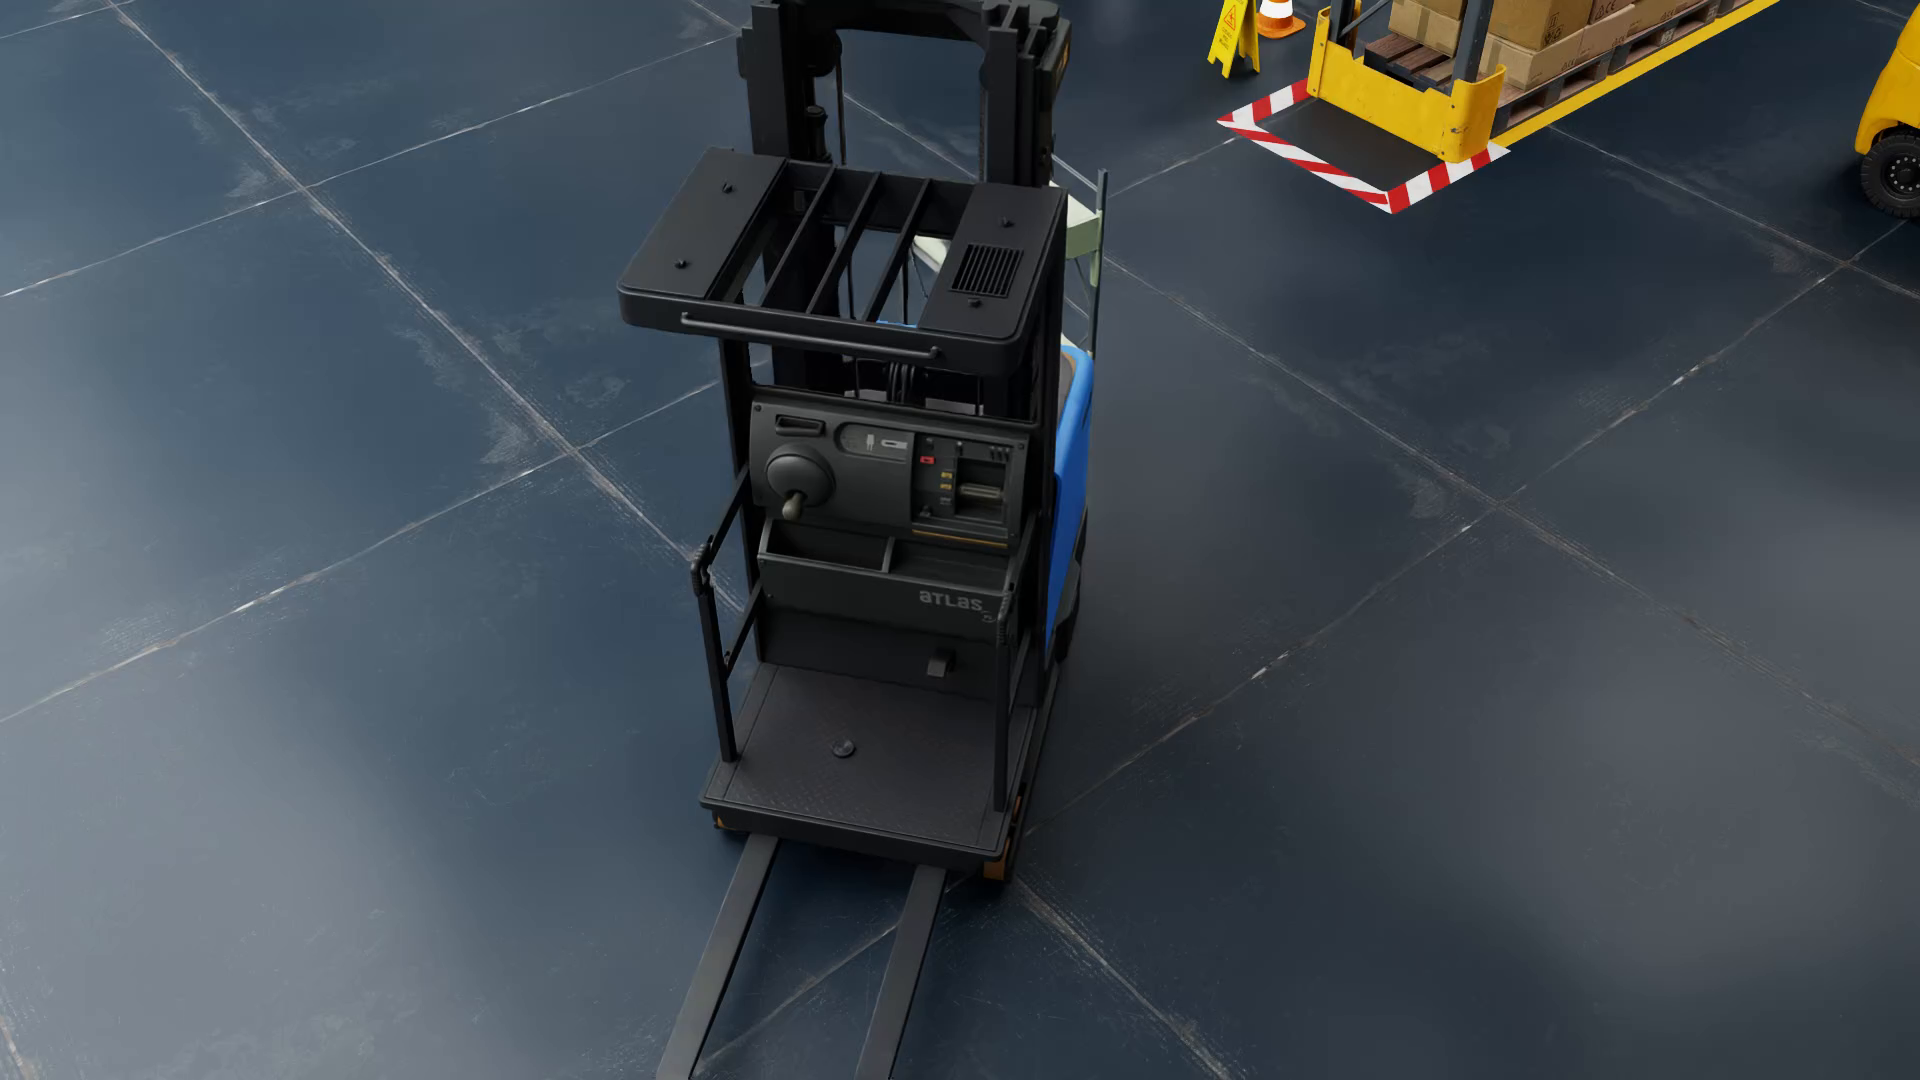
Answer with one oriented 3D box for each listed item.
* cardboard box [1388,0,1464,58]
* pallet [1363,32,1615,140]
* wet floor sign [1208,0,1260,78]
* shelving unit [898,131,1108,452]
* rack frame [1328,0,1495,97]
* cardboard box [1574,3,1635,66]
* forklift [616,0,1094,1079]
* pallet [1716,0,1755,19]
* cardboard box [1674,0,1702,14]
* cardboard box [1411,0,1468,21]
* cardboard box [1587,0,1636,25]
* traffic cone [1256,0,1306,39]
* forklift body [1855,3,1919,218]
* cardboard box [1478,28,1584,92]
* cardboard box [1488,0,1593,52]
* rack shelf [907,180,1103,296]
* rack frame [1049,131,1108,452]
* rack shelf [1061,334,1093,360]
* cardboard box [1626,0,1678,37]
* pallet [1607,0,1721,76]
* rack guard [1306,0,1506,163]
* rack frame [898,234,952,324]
[{"bbox_3d":[3.023,-3.261,10.287,0.500,0.250,0.500,-30,51,-28],"label":"cardboard box"},{"bbox_3d":[3.262,-2.959,10.300,1.213,0.211,1.003,-30,51,-28],"label":"pallet"},{"bbox_3d":[1.725,-3.224,10.265,0.232,0.644,0.267,-14,45,-14],"label":"wet floor sign"},{"bbox_3d":[0.171,-0.910,7.177,0.755,1.500,0.431,-24,48,-23],"label":"shelving unit"},{"bbox_3d":[2.557,-3.604,8.949,0.127,3.000,1.000,-30,51,-28],"label":"rack frame"},{"bbox_3d":[3.750,-3.184,10.204,0.500,0.250,0.500,-28,50,-27],"label":"cardboard box"},{"bbox_3d":[-0.285,-0.132,5.303,1.130,2.935,3.031,9,44,9],"label":"forklift"},{"bbox_3d":[5.133,-4.030,11.441,1.213,0.211,1.003,-30,51,-28],"label":"pallet"},{"bbox_3d":[4.549,-3.650,10.701,0.500,0.250,0.500,-29,50,-27],"label":"cardboard box"},{"bbox_3d":[3.005,-3.517,10.011,0.500,0.500,0.500,-29,51,-28],"label":"cardboard box"},{"bbox_3d":[3.770,-3.479,9.971,0.500,0.500,0.500,-32,52,-29],"label":"cardboard box"},{"bbox_3d":[2.060,-3.545,10.740,0.334,0.463,0.336,-30,51,-28],"label":"traffic cone"},{"bbox_3d":[6.029,-2.480,8.373,1.214,2.155,2.313,-30,51,-28],"label":"forklift body"},{"bbox_3d":[3.354,-2.963,9.970,0.500,0.250,0.500,-30,51,-28],"label":"cardboard box"},{"bbox_3d":[3.371,-3.248,9.724,0.500,0.500,0.500,-32,52,-29],"label":"cardboard box"},{"bbox_3d":[0.171,-1.195,6.910,0.720,0.370,0.431,-24,48,-23],"label":"rack shelf"},{"bbox_3d":[0.478,-1.047,7.322,0.023,1.500,0.400,-24,48,-23],"label":"rack frame"},{"bbox_3d":[0.171,-0.672,7.400,0.720,0.370,0.431,-24,48,-23],"label":"rack shelf"},{"bbox_3d":[4.160,-3.430,10.466,0.500,0.250,0.500,-26,49,-25],"label":"cardboard box"},{"bbox_3d":[4.197,-3.492,10.867,1.213,0.211,1.003,-30,51,-28],"label":"pallet"},{"bbox_3d":[2.616,-2.726,9.841,0.348,0.500,1.175,-30,51,-28],"label":"rack guard"},{"bbox_3d":[-0.136,-0.774,7.032,0.023,1.500,0.400,-24,48,-23],"label":"rack frame"}]
